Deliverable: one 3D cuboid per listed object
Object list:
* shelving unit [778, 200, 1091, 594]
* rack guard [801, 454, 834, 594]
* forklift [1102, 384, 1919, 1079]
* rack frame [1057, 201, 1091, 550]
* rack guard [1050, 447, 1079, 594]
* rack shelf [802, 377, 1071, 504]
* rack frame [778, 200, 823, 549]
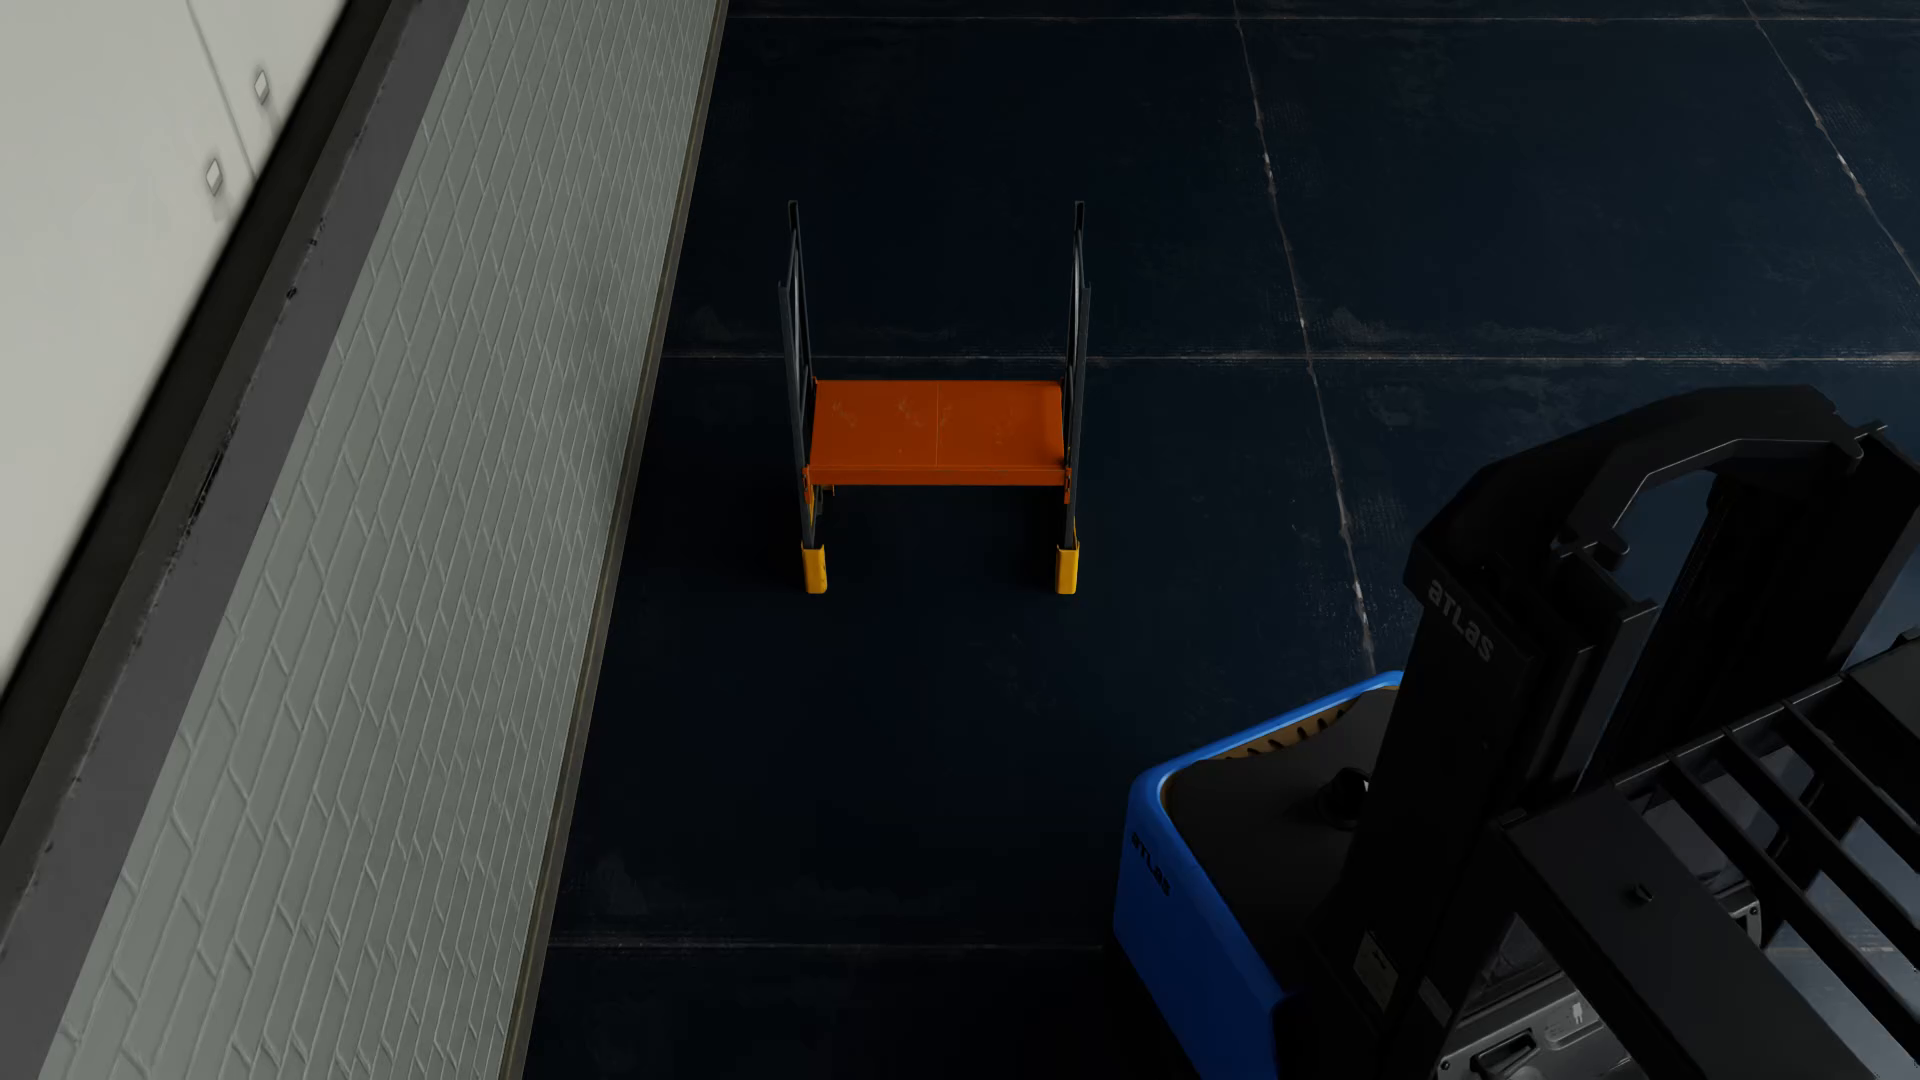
[{"bbox_3d":[-0.076,-0.511,6.282,1.083,1.500,0.587,0,47,0],"label":"shelving unit"},{"bbox_3d":[-0.574,-0.087,6.741,0.087,0.250,0.587,0,47,0],"label":"rack guard"},{"bbox_3d":[1.558,1.232,3.682,1.130,2.935,3.031,-19,50,-17],"label":"forklift"},{"bbox_3d":[0.423,-0.510,6.281,0.032,1.500,0.500,0,47,0],"label":"rack frame"},{"bbox_3d":[0.422,-0.084,6.738,0.087,0.250,0.587,0,47,0],"label":"rack guard"},{"bbox_3d":[-0.085,-0.389,6.414,1.000,0.185,0.538,0,47,0],"label":"rack shelf"},{"bbox_3d":[-0.594,-0.513,6.283,0.032,1.500,0.500,0,47,0],"label":"rack frame"}]
